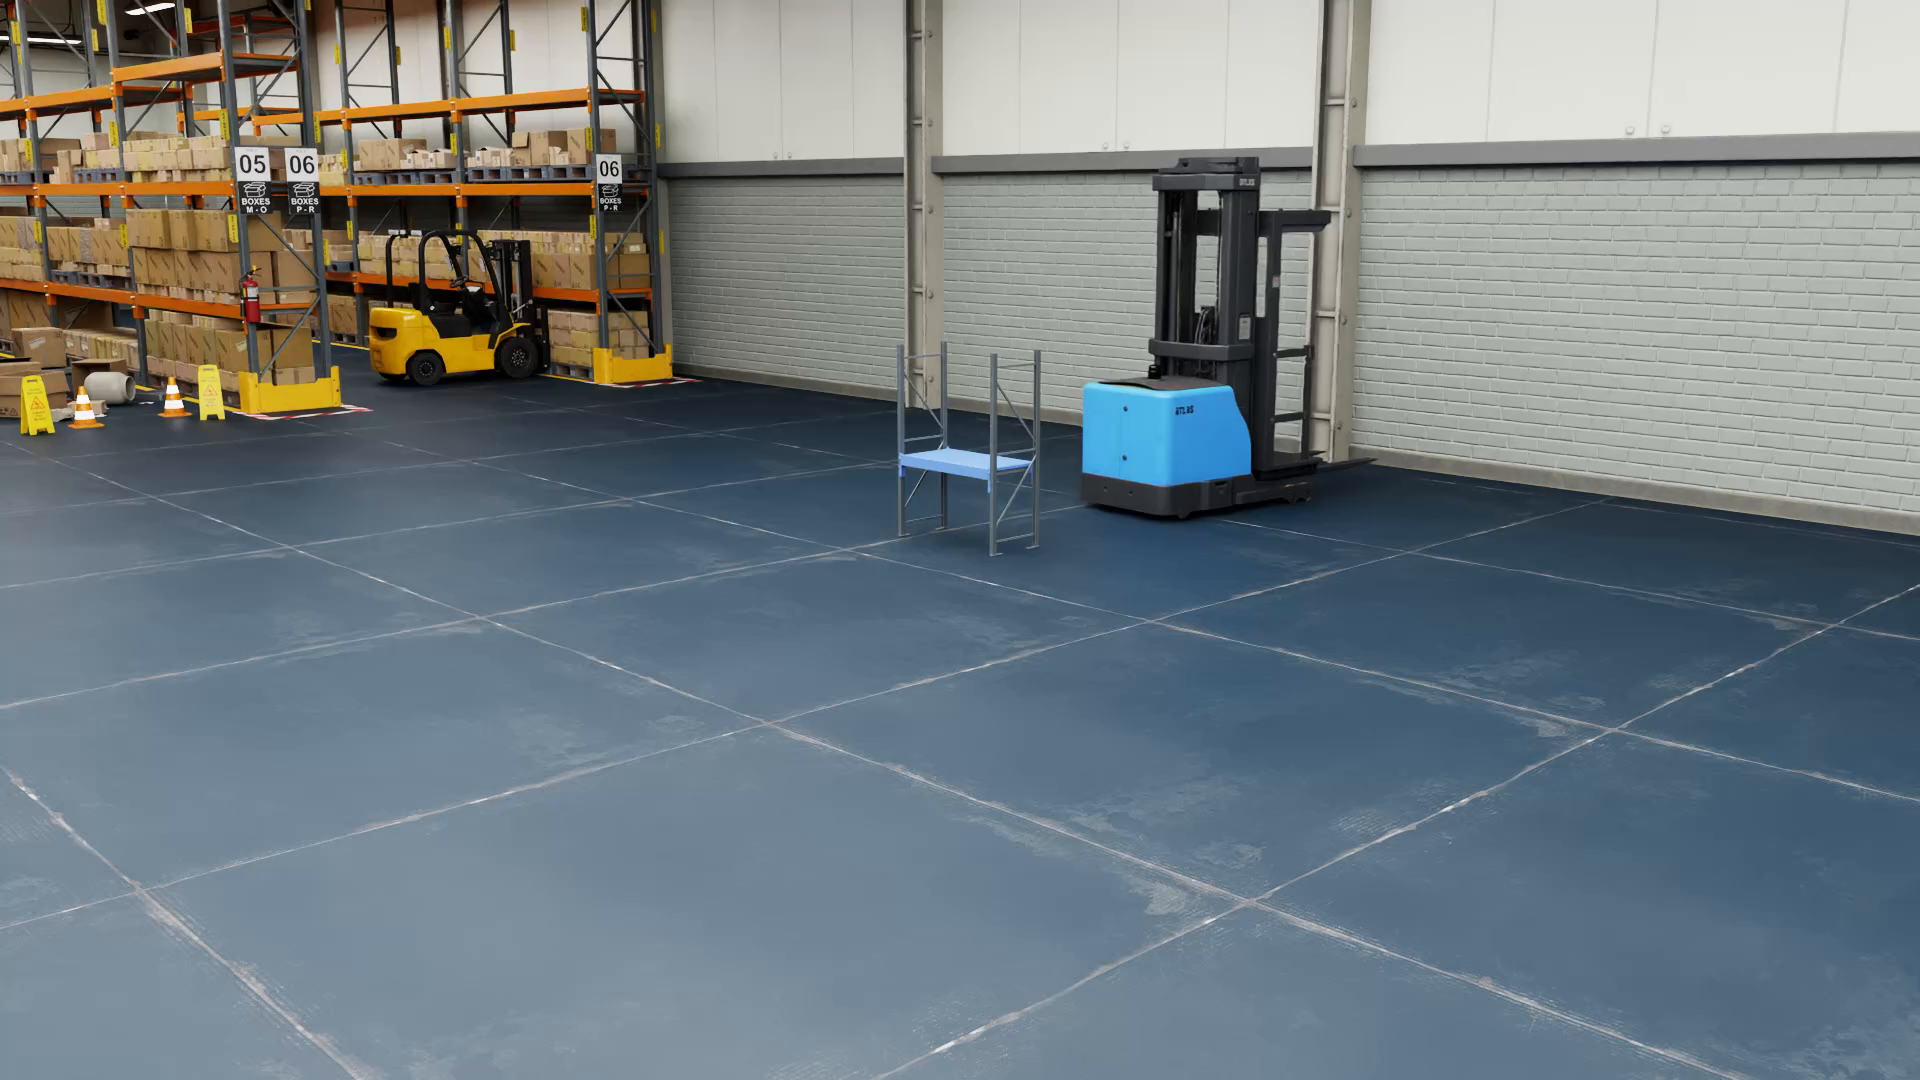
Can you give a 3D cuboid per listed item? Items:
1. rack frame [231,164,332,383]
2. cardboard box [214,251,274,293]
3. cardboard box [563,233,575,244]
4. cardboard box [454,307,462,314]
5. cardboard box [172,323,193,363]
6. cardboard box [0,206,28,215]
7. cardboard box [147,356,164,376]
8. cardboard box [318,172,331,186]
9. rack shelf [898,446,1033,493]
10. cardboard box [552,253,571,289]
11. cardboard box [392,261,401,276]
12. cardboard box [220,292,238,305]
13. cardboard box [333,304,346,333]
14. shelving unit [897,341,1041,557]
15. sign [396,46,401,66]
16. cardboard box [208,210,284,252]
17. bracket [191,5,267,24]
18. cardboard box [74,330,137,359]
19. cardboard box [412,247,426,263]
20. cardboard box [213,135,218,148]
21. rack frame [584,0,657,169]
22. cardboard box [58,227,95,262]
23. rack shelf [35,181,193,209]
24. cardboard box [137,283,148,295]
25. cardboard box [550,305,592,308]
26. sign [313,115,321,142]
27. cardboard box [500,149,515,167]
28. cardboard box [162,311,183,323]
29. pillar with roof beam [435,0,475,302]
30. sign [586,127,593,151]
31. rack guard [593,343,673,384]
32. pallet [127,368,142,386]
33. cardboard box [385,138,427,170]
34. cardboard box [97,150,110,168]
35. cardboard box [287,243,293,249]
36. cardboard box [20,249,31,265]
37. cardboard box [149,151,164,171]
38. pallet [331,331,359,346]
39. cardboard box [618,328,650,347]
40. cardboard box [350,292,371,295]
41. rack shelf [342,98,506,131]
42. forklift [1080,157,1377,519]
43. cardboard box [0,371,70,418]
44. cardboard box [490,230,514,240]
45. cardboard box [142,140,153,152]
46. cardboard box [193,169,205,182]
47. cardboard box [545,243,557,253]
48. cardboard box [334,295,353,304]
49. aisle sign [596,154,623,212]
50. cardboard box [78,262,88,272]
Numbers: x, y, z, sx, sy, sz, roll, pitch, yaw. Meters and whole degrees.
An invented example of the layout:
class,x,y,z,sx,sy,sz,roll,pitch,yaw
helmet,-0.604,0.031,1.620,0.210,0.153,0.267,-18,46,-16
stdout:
class,x,y,z,sx,sy,sz,roll,pitch,yaw
rack frame,-8.352,-3.109,20.570,1.000,3.000,0.127,-11,16,-43
cardboard box,-8.926,-3.345,20.728,0.500,0.500,0.500,-11,16,-44
cardboard box,-5.558,-4.403,24.256,0.380,0.149,0.250,-10,16,-41
cardboard box,-7.896,-3.502,27.322,0.875,0.625,0.625,-10,15,-40
cardboard box,-10.167,-2.643,22.222,0.500,0.500,0.500,-10,15,-40
cardboard box,-16.670,-5.799,29.293,0.380,0.149,0.250,-11,16,-43
cardboard box,-10.902,-2.428,23.038,0.500,0.250,0.500,11,16,43
cardboard box,-11.167,-6.479,29.864,0.500,0.250,0.500,-11,16,-42
rack shelf,0.059,-0.546,12.736,0.538,0.185,1.000,-11,16,-43
cardboard box,-5.646,-3.963,24.464,0.500,0.500,0.500,-10,15,-41
cardboard box,-9.455,-4.648,28.412,0.500,0.250,0.500,11,16,43
cardboard box,-9.020,-3.033,20.820,0.380,0.149,0.250,-11,16,-43
cardboard box,-11.075,-4.057,30.322,0.500,0.500,0.500,-11,16,-43
shelving unit,0.059,-0.722,12.700,0.538,1.500,1.048,-11,16,-43
sign,-9.891,-8.520,29.259,0.100,0.325,0.005,-11,16,-43
cardboard box,-8.863,-3.838,20.643,0.500,0.500,0.700,11,16,44
bracket,-15.203,-10.868,34.443,0.076,0.066,4.783,-11,16,-43
cardboard box,-12.979,-3.005,25.535,0.950,0.372,0.625,-11,16,-44
cardboard box,-8.760,-4.742,27.628,0.500,0.250,0.500,-10,16,-41
cardboard box,-8.950,-4.897,20.460,0.380,0.149,0.250,-11,16,-42
rack frame,-4.765,-6.740,23.324,1.000,3.000,0.127,-11,16,-43
cardboard box,-13.369,-4.504,25.314,0.500,0.500,0.500,-10,15,-40
rack shelf,-12.496,-5.102,24.590,1.077,0.370,4.000,-11,16,-43
cardboard box,-11.129,-3.479,22.988,0.380,0.149,0.250,-11,16,-43
cardboard box,-5.994,-3.469,25.613,0.500,0.250,0.500,-11,16,-44
sign,-7.960,-5.082,20.546,0.100,0.325,0.005,-11,16,-43
cardboard box,-6.722,-5.784,25.165,0.258,0.266,0.396,11,16,44
cardboard box,-10.503,-3.012,22.404,0.380,0.149,0.250,-10,15,-40
pillar with roof beam,-11.851,-7.243,25.765,9.100,9.000,0.400,-11,16,-43
sign,-5.167,-5.592,23.188,0.100,0.325,0.005,-11,16,-43
rack guard,-4.748,-2.574,24.165,1.175,0.500,0.348,-11,16,-43
pallet,-11.653,-2.441,24.235,1.003,0.211,1.213,-11,16,-43
cardboard box,-9.263,-6.454,27.832,0.500,0.500,0.500,-10,16,-41
cardboard box,-11.969,-5.434,23.751,0.500,0.250,0.500,-11,16,-42
cardboard box,-12.370,-5.436,31.157,0.396,0.266,0.258,-10,15,-40
cardboard box,-14.752,-4.558,26.733,0.500,0.250,0.500,11,16,44
cardboard box,-10.309,-4.983,21.866,0.500,0.250,0.500,-11,16,-42
pallet,-10.778,-3.717,30.432,1.003,0.211,1.213,-11,16,-43
cardboard box,-4.939,-3.003,24.588,0.500,0.250,0.500,-11,16,-42
cardboard box,-11.154,-4.539,31.057,0.380,0.149,0.250,-11,16,-44
rack shelf,-8.908,-7.067,27.687,1.077,0.370,4.000,-11,16,-43
forklift,2.493,-1.829,14.524,3.031,2.935,1.130,-9,15,-38
cardboard box,-11.396,-1.790,20.353,0.637,0.503,0.797,1,12,6
cardboard box,-7.093,-4.748,25.932,0.380,0.149,0.250,-11,16,-44
cardboard box,-10.594,-5.222,22.040,0.380,0.149,0.250,-11,16,-43
cardboard box,-9.488,-4.620,21.090,0.380,0.149,0.250,-11,16,-43
cardboard box,-5.921,-4.329,24.637,0.250,0.149,0.380,11,16,43
cardboard box,-11.175,-4.385,30.308,0.250,0.149,0.380,11,16,43
aisle sign,-4.932,-5.024,23.422,0.394,0.787,0.004,-11,16,-43
cardboard box,-13.062,-4.126,25.089,0.380,0.149,0.250,-10,15,-39
